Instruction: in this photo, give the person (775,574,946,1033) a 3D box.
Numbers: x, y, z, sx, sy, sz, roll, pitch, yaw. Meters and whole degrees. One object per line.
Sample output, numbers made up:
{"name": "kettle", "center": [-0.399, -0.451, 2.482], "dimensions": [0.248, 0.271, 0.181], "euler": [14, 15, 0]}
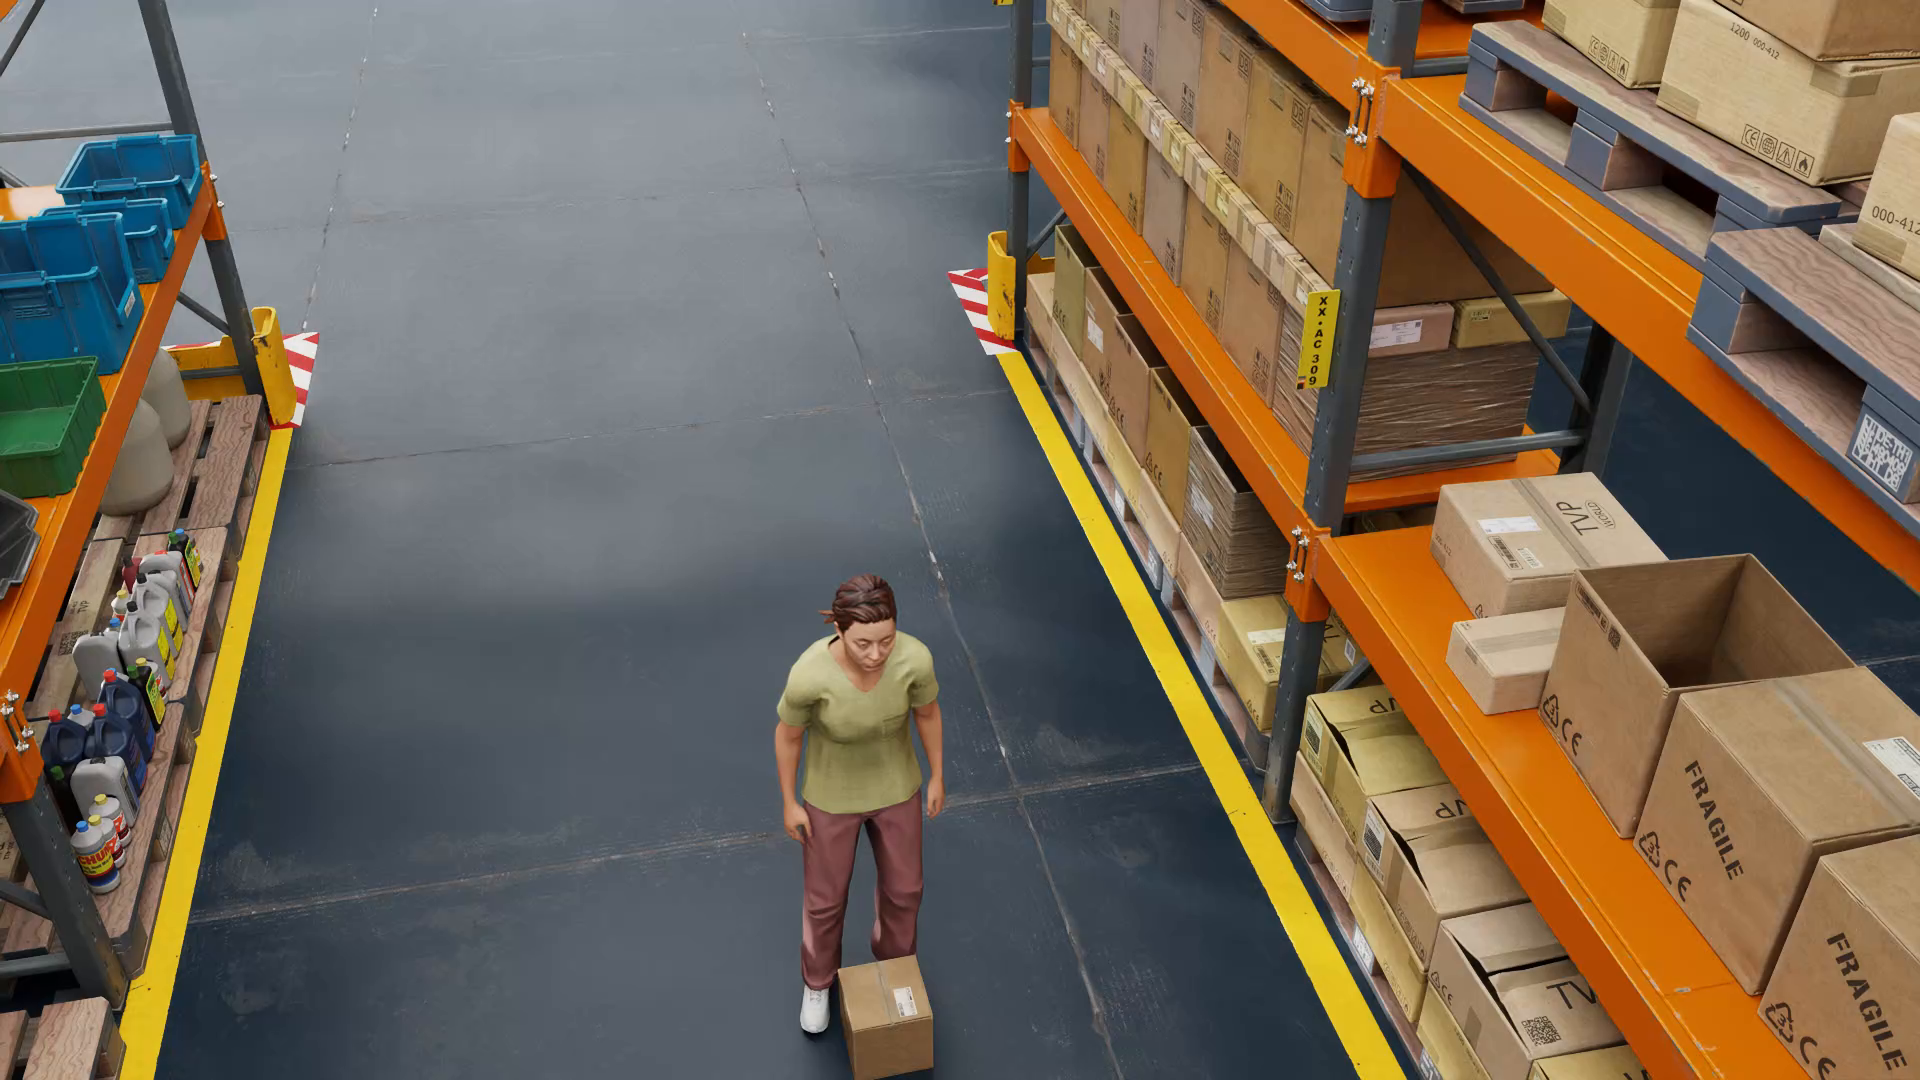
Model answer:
{"name": "person", "center": [-0.289, 0.779, 5.010], "dimensions": [0.516, 1.673, 0.355], "euler": [-9, 35, -12]}
